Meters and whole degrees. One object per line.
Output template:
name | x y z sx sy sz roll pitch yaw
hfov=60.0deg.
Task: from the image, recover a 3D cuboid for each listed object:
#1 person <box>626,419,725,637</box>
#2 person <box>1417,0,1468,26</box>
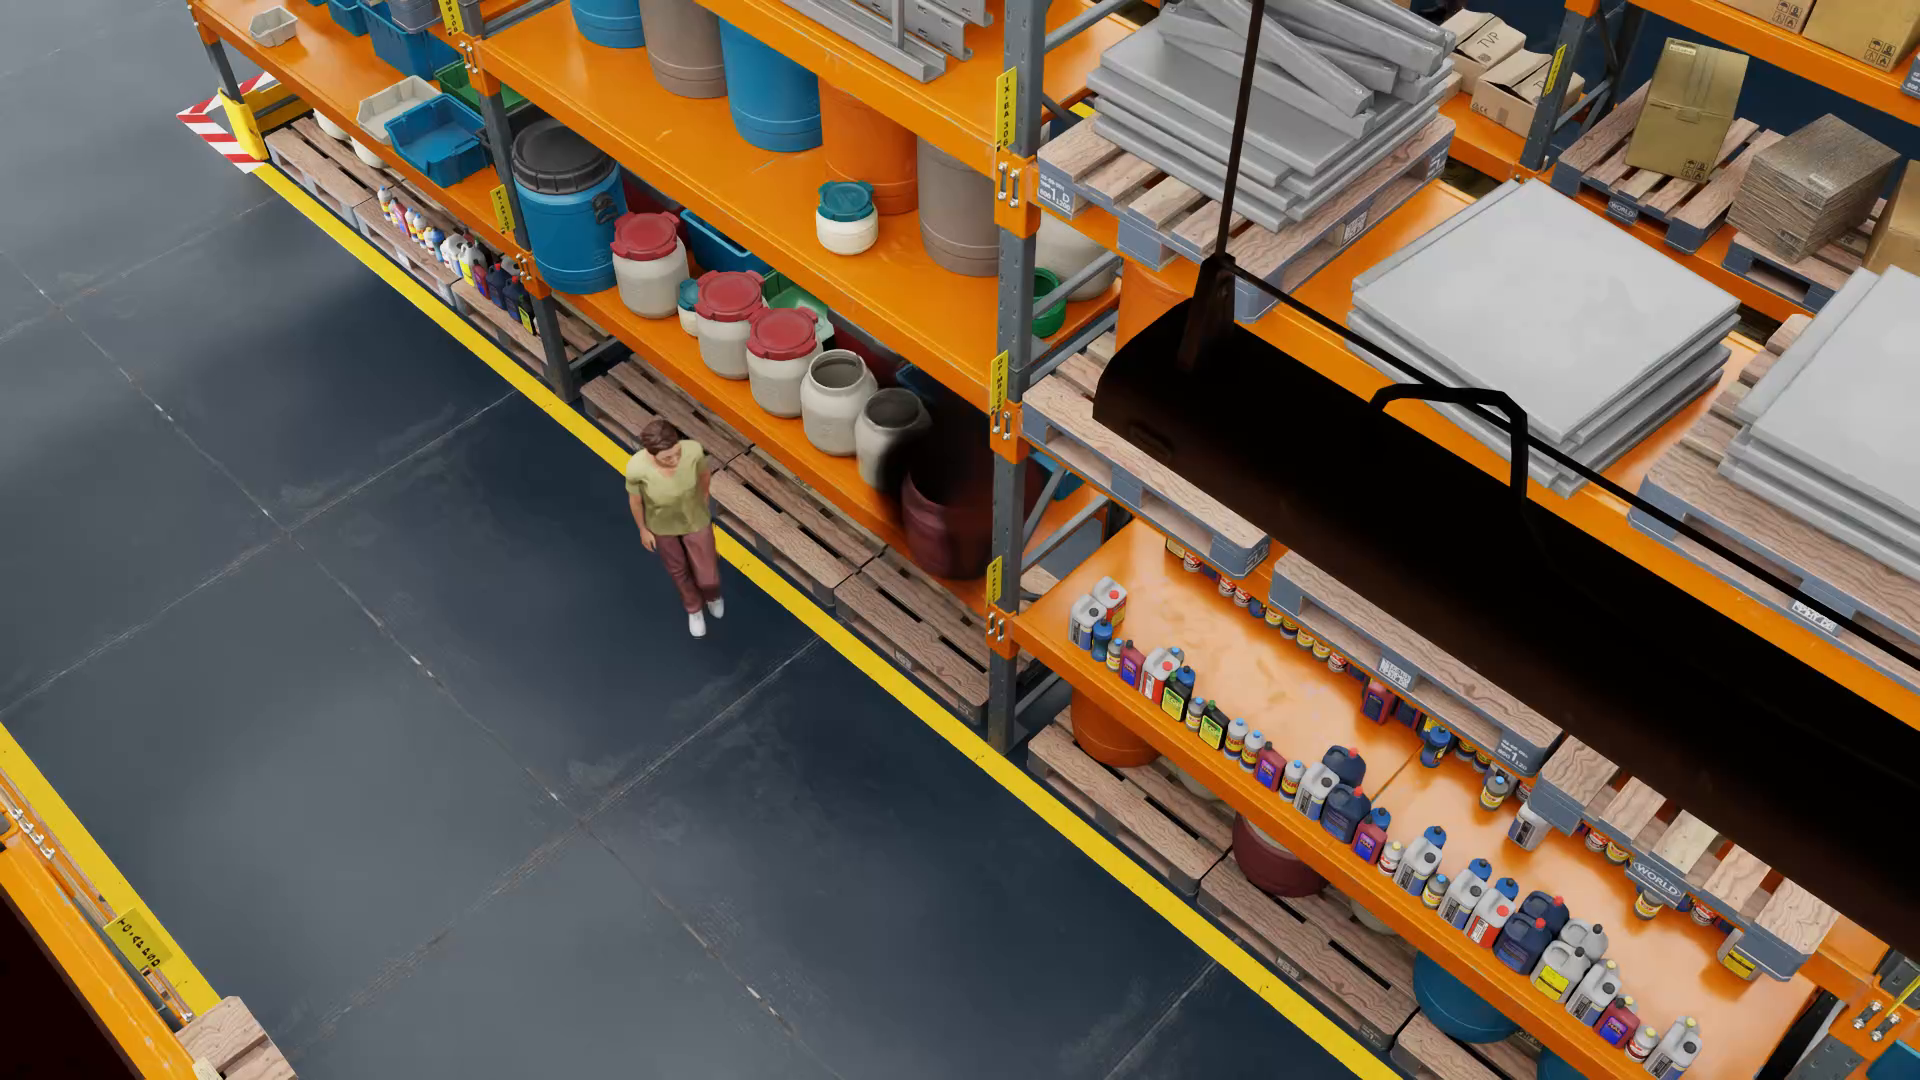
person | -1.535 -0.083 8.992 0.423 1.716 0.419 -2 50 -2
person | 4.039 -4.967 13.439 0.426 1.726 0.588 -12 51 -10
